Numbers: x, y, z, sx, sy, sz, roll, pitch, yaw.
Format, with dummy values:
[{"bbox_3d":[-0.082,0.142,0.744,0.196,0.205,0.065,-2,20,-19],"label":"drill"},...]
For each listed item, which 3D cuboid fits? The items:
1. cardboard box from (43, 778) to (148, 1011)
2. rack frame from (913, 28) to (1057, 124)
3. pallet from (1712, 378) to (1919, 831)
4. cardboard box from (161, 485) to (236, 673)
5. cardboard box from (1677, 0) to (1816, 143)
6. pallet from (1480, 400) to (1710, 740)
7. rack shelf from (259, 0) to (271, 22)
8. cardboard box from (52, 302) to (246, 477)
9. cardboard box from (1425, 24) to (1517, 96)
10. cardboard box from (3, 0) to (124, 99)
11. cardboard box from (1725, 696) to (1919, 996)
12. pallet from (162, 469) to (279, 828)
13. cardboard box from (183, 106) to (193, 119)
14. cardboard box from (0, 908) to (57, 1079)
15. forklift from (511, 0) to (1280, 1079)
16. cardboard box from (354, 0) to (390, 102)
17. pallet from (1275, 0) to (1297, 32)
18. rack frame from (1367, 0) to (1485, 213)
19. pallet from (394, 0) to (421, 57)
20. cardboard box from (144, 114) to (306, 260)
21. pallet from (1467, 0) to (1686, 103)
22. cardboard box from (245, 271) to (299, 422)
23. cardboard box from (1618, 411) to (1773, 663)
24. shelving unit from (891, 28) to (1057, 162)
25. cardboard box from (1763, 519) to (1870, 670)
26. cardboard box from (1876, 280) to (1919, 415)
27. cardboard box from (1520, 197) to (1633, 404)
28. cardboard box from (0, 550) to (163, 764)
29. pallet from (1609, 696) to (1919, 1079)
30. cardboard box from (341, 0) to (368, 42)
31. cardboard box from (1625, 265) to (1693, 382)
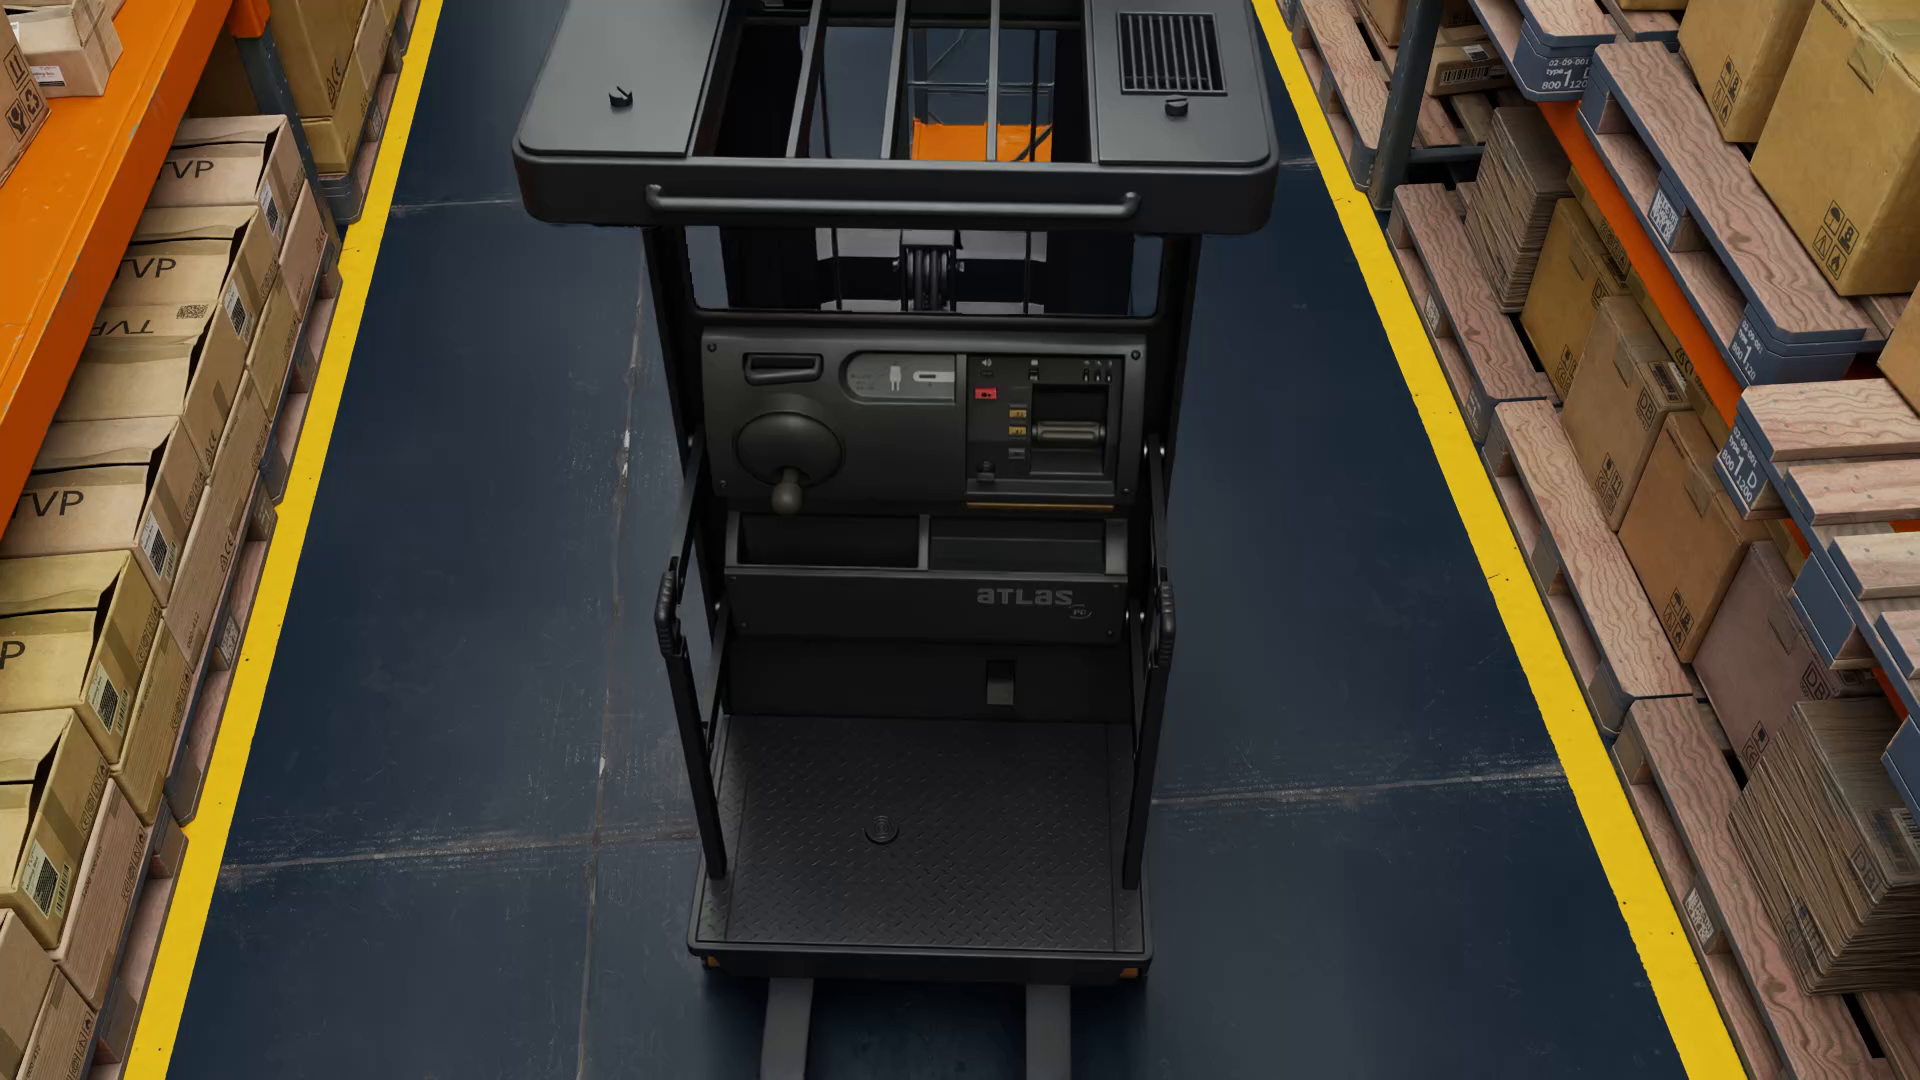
[{"bbox_3d":[-2.293,0.864,3.971,0.500,0.250,0.500,-5,47,-4],"label":"cardboard box"},{"bbox_3d":[0.096,-1.523,5.659,0.500,1.500,0.032,1,47,1],"label":"rack frame"},{"bbox_3d":[2.271,0.076,3.244,1.213,0.211,1.003,-3,47,-3],"label":"pallet"},{"bbox_3d":[-2.385,0.117,4.678,0.500,0.250,0.500,-3,47,-2],"label":"cardboard box"},{"bbox_3d":[2.237,-1.311,4.054,0.700,0.500,0.500,2,47,2],"label":"cardboard box"},{"bbox_3d":[2.274,0.032,5.074,1.003,0.211,1.213,-3,47,-3],"label":"pallet"},{"bbox_3d":[-3.001,-3.271,6.777,1.077,0.370,4.000,-3,47,-3],"label":"rack shelf"},{"bbox_3d":[-2.425,-0.450,4.829,0.500,0.311,0.500,-4,47,-3],"label":"cardboard box"},{"bbox_3d":[2.027,-1.937,6.667,0.380,0.166,0.250,-9,47,-8],"label":"cardboard box"},{"bbox_3d":[-2.577,-1.400,4.602,0.396,0.266,0.258,-5,47,-4],"label":"cardboard box"},{"bbox_3d":[2.325,0.710,3.931,0.700,0.500,0.500,-3,47,-3],"label":"cardboard box"},{"bbox_3d":[-2.628,0.303,4.817,1.003,0.211,1.213,-3,47,-3],"label":"pallet"},{"bbox_3d":[-3.090,-1.592,6.297,0.500,0.250,0.500,-3,47,-3],"label":"cardboard box"},{"bbox_3d":[-2.250,1.034,3.423,0.500,0.311,0.500,-2,47,-2],"label":"cardboard box"},{"bbox_3d":[-0.081,-0.149,3.372,1.130,2.935,3.031,1,47,1],"label":"forklift"},{"bbox_3d":[-2.607,-1.986,6.670,0.500,0.250,0.500,-3,47,-3],"label":"cardboard box"},{"bbox_3d":[1.905,-2.785,7.742,1.003,0.211,1.213,-3,47,-3],"label":"pallet"},{"bbox_3d":[2.102,-2.375,5.433,1.000,3.000,0.127,-3,47,-3],"label":"rack frame"},{"bbox_3d":[-2.964,-2.575,7.543,1.003,0.211,1.213,-3,47,-3],"label":"pallet"},{"bbox_3d":[-2.514,-1.187,5.527,0.500,0.311,0.500,-3,47,-3],"label":"cardboard box"},{"bbox_3d":[2.021,-1.747,4.971,1.003,0.211,1.213,-3,47,-3],"label":"pallet"},{"bbox_3d":[-2.470,-0.622,5.377,0.500,0.250,0.500,-4,47,-4],"label":"cardboard box"},{"bbox_3d":[2.328,-0.028,4.629,0.700,0.500,0.500,-4,47,-4],"label":"cardboard box"},{"bbox_3d":[0.081,-1.147,5.304,0.587,1.500,1.083,1,47,1],"label":"shelving unit"},{"bbox_3d":[2.339,0.036,4.053,0.500,0.250,0.500,-3,47,-3],"label":"cardboard box"},{"bbox_3d":[2.314,-0.409,3.199,0.700,0.500,0.500,-7,47,-7],"label":"cardboard box"},{"bbox_3d":[2.274,-0.764,5.327,0.700,0.500,0.500,-4,47,-4],"label":"cardboard box"},{"bbox_3d":[-2.343,0.286,4.132,0.500,0.311,0.500,-5,47,-4],"label":"cardboard box"},{"bbox_3d":[2.373,0.913,4.240,1.003,0.211,1.213,-3,47,-3],"label":"pallet"},{"bbox_3d":[-2.610,-2.244,6.397,0.500,0.500,0.500,-3,47,-3],"label":"cardboard box"},{"bbox_3d":[2.268,-0.698,4.748,0.500,0.250,0.500,-5,47,-4],"label":"cardboard box"}]
